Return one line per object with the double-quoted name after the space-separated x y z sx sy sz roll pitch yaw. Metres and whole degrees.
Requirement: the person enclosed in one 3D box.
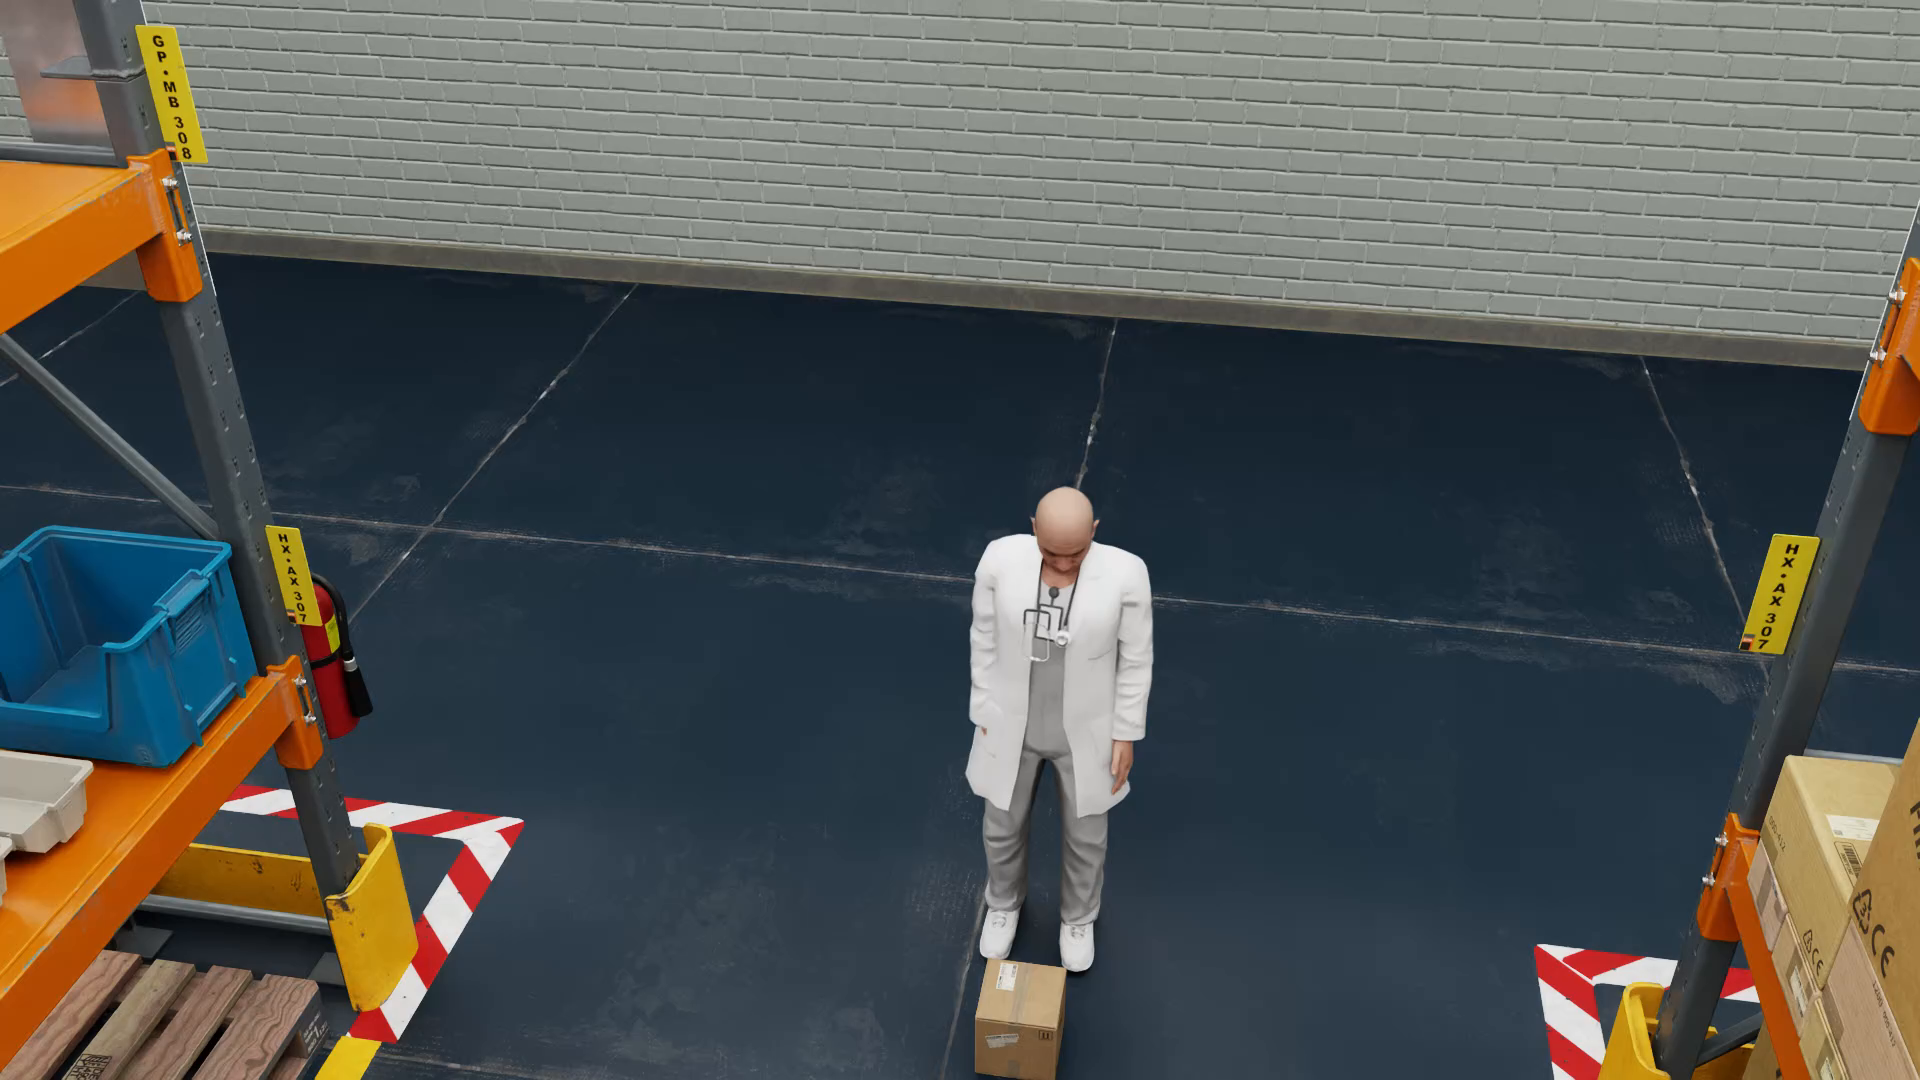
0.302 0.597 5.215 0.569 1.765 0.378 6 32 9 "person"
